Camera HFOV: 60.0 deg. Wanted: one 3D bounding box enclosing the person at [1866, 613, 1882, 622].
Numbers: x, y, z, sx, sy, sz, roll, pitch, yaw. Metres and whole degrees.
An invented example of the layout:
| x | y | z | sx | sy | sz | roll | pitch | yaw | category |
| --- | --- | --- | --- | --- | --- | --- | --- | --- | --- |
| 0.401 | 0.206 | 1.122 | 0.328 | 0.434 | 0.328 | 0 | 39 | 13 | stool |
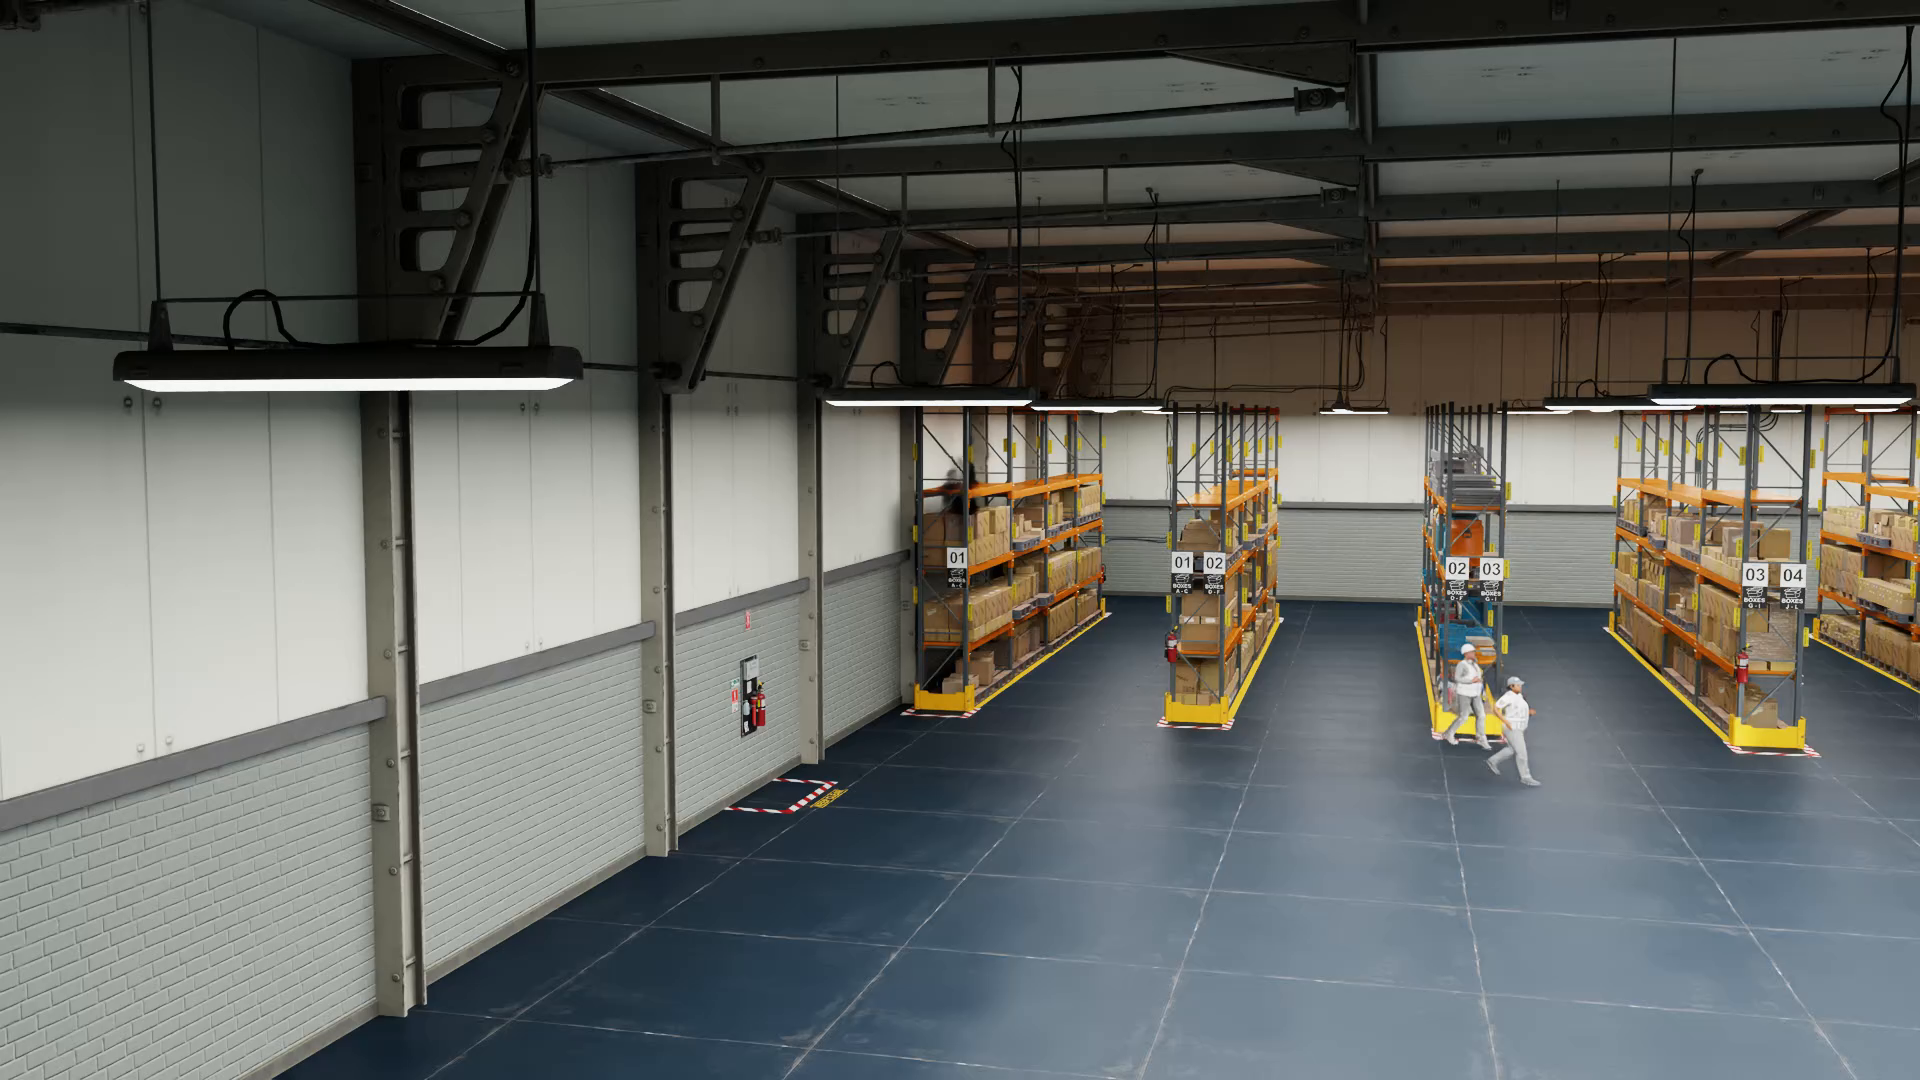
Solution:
| x | y | z | sx | sy | sz | roll | pitch | yaw | category |
| --- | --- | --- | --- | --- | --- | --- | --- | --- | --- |
| 23.929 | 1.635 | 43.855 | 0.776 | 1.702 | 0.812 | -1 | 4 | -17 | person |

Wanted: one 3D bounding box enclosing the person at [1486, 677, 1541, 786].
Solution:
| x | y | z | sx | sy | sz | roll | pitch | yaw | category |
| --- | --- | --- | --- | --- | --- | --- | --- | --- | --- |
| 8.659 | 2.957 | 26.003 | 0.930 | 1.648 | 0.610 | 4 | 5 | 40 | person |

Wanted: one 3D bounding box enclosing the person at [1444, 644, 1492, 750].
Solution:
| x | y | z | sx | sy | sz | roll | pitch | yaw | category |
| --- | --- | --- | --- | --- | --- | --- | --- | --- | --- |
| 8.800 | 2.697 | 28.751 | 0.663 | 1.800 | 0.841 | -3 | 5 | -37 | person |
